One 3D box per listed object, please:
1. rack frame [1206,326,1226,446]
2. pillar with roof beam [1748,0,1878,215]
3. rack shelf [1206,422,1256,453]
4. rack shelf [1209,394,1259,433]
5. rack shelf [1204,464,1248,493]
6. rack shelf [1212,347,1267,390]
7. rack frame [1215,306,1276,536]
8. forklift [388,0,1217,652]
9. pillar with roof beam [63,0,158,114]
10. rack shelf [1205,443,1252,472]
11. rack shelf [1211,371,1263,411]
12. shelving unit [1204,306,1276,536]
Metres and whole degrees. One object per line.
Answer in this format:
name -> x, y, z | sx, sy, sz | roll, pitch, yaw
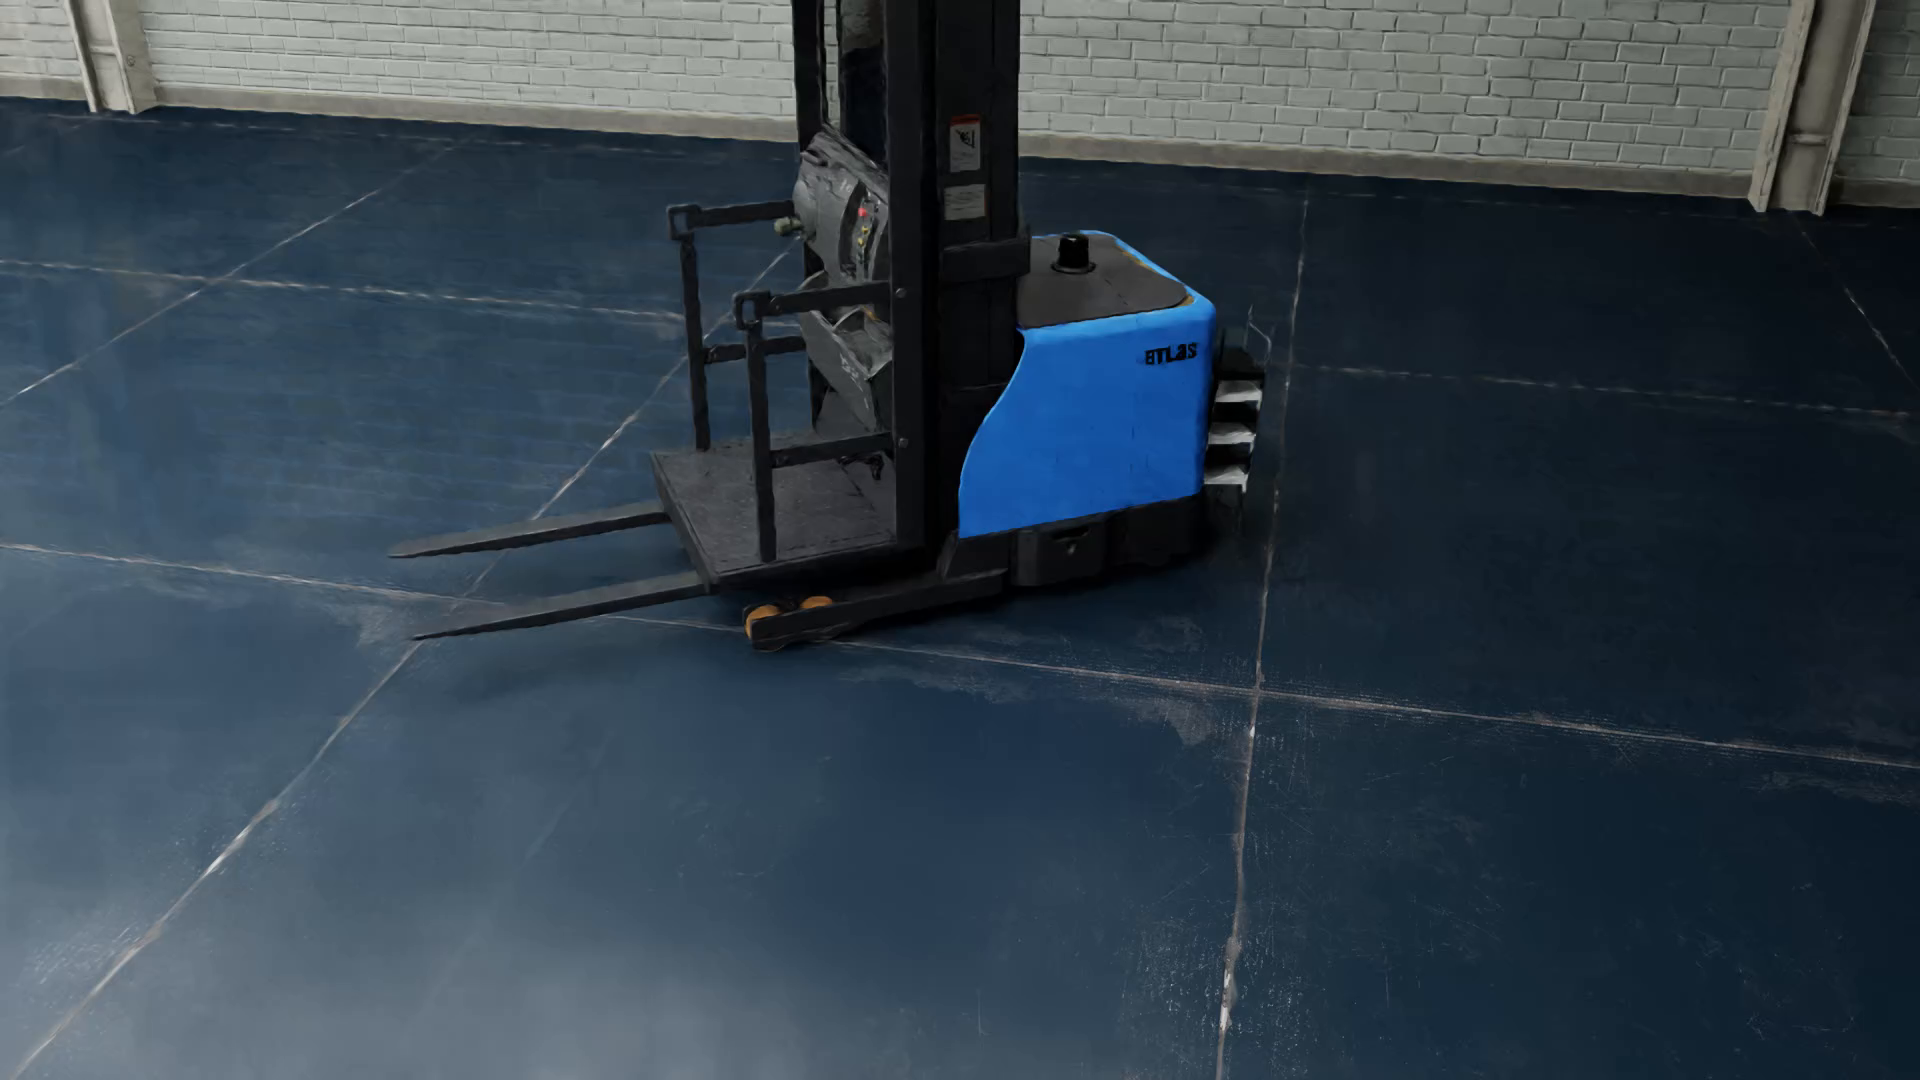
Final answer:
rack frame -> 0.943, -0.462, 6.623 | 0.006, 0.900, 0.240 | -2, 28, -15
pillar with roof beam -> 4.385, -4.065, 4.804 | 0.400, 9.000, 9.100 | 6, 29, 11
rack shelf -> 1.038, -0.437, 6.664 | 0.200, 0.077, 0.258 | -2, 28, -15
rack shelf -> 1.046, -0.516, 6.623 | 0.200, 0.077, 0.258 | -2, 28, -15
rack shelf -> 1.023, -0.278, 6.747 | 0.200, 0.077, 0.258 | -2, 28, -15
rack shelf -> 1.061, -0.675, 6.540 | 0.200, 0.077, 0.258 | -2, 28, -15
rack frame -> 1.139, -0.470, 6.674 | 0.006, 0.900, 0.240 | -2, 28, -15
forklift -> -0.608, -1.167, 5.830 | 3.031, 2.935, 1.130 | -10, 30, -18
pillar with roof beam -> -7.350, -5.268, 7.002 | 0.400, 9.000, 9.100 | 6, 29, 11
rack shelf -> 1.030, -0.357, 6.705 | 0.200, 0.077, 0.258 | -2, 28, -15
rack shelf -> 1.053, -0.596, 6.581 | 0.200, 0.077, 0.258 | -2, 28, -15
shelving unit -> 1.041, -0.466, 6.649 | 0.210, 0.900, 0.258 | -2, 28, -15
